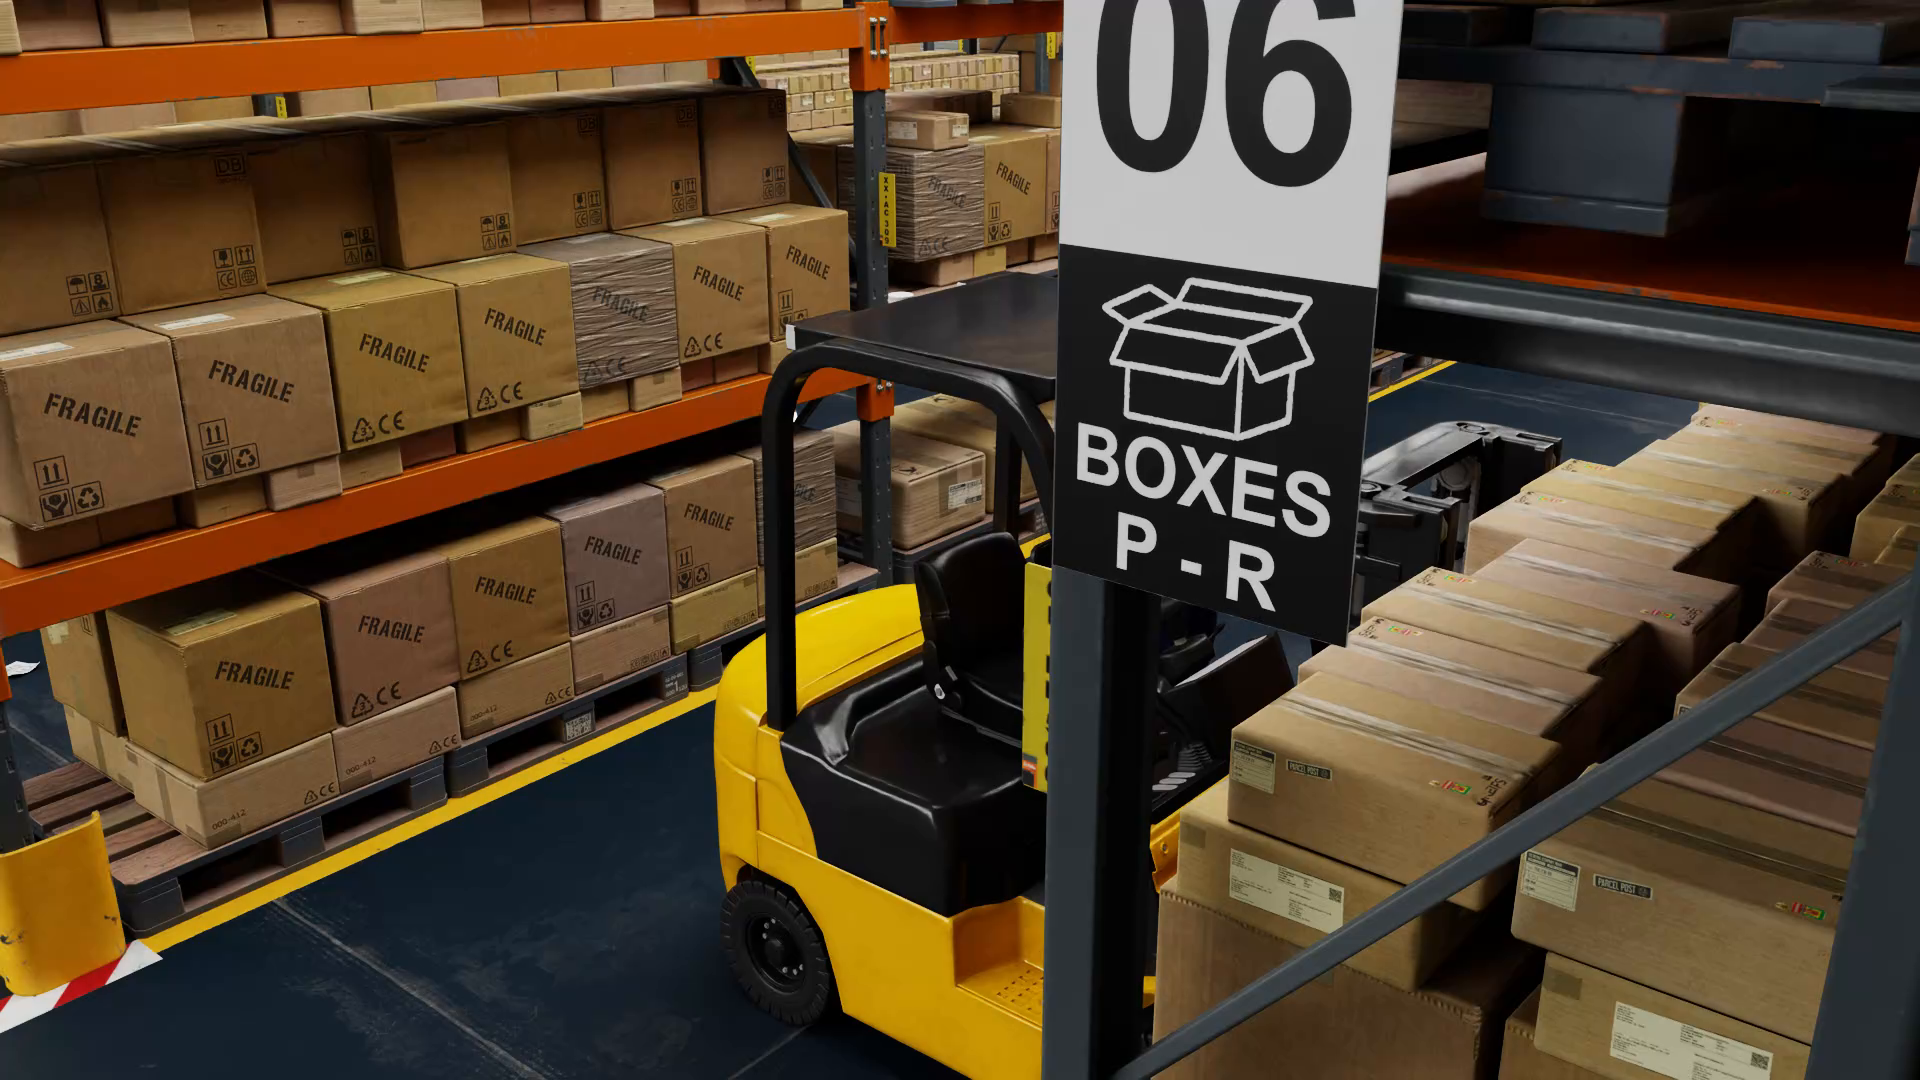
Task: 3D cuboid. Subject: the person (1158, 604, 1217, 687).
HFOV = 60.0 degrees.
[{"bbox_3d":[0.858,0.124,6.330,0.400,1.672,0.484,16,26,37],"label":"person"}]
